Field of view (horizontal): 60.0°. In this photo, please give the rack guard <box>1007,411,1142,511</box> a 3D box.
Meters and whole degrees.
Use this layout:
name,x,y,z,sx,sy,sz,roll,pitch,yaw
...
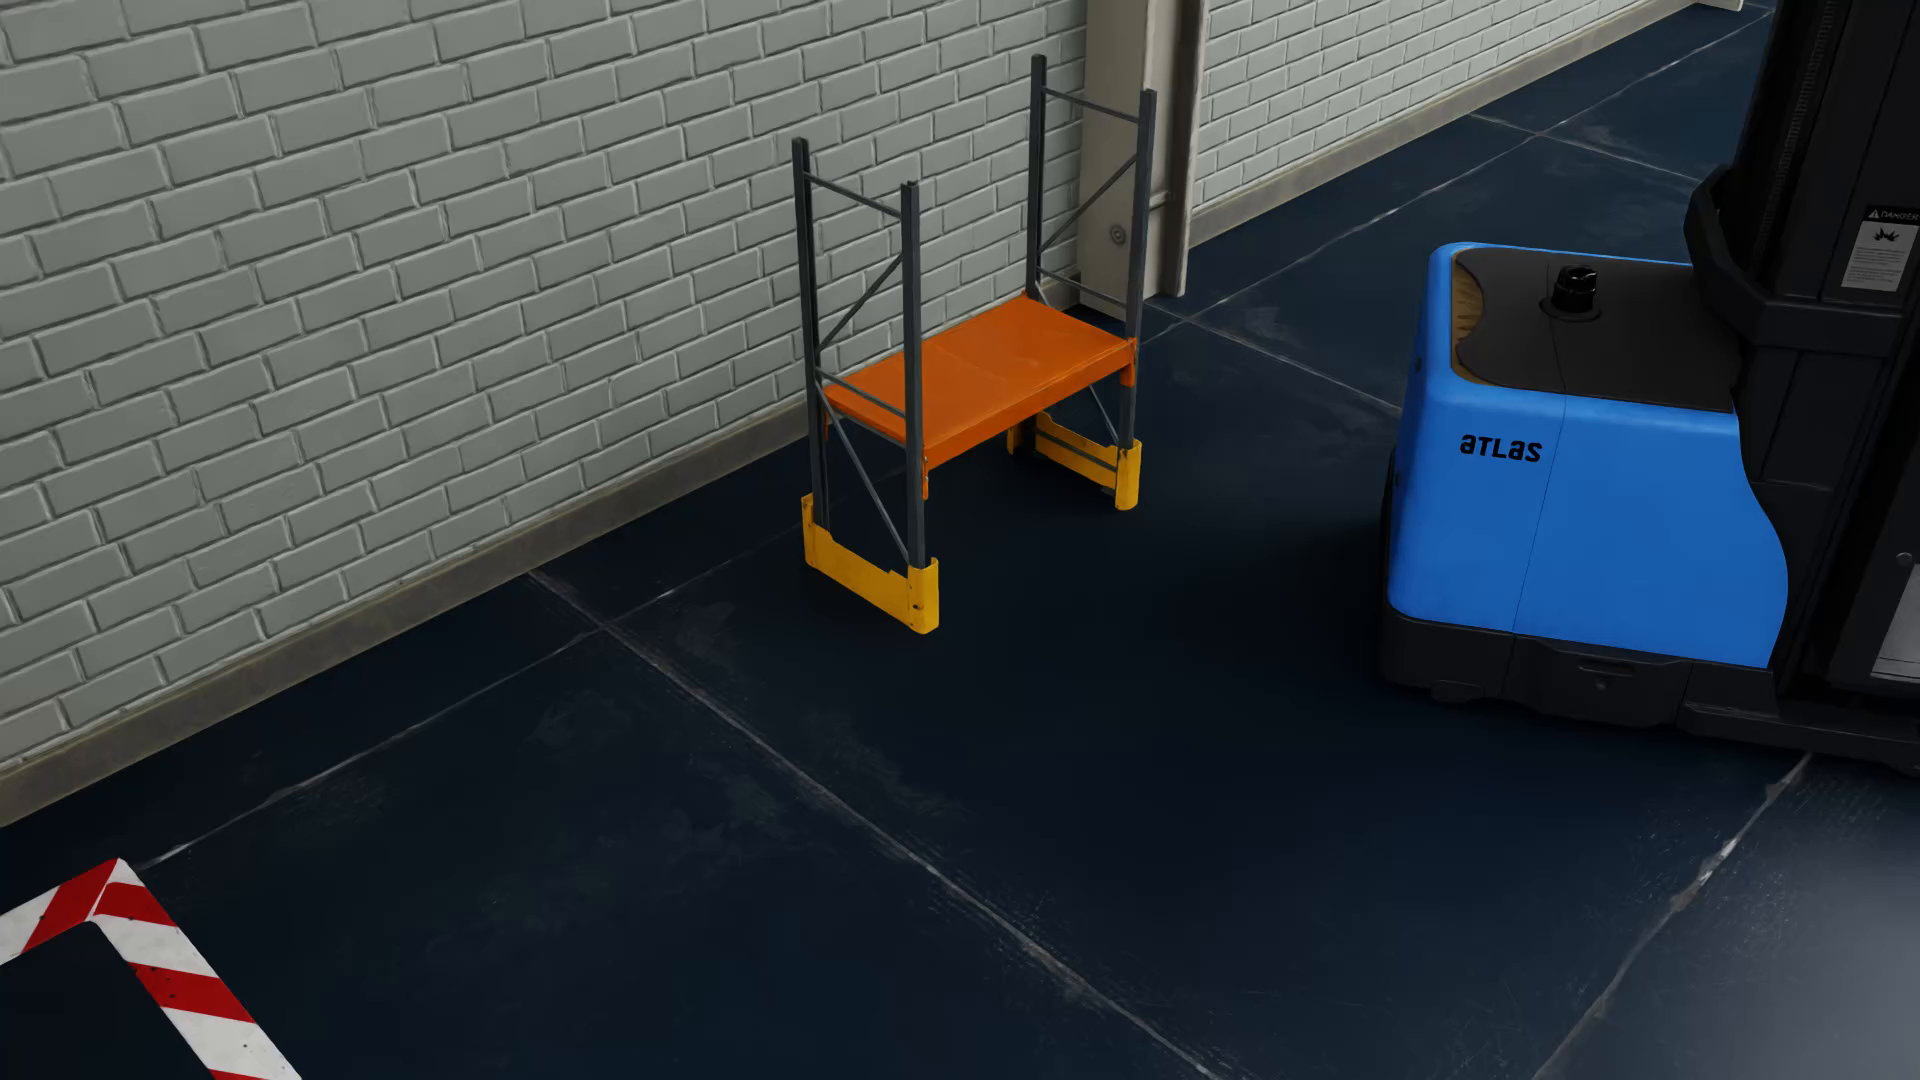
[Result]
name,x,y,z,sx,sy,sz,roll,pitch,yaw
rack guard,0.405,-0.336,6.013,0.587,0.250,0.087,30,45,35

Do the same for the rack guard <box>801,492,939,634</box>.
name,x,y,z,sx,sy,sz,roll,pitch,yaw
rack guard,-0.297,0.069,5.433,0.587,0.250,0.087,30,45,35

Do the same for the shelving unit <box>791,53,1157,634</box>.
name,x,y,z,sx,sy,sz,roll,pitch,yaw
shelving unit,0.054,-0.646,5.365,0.587,1.500,1.083,30,45,35

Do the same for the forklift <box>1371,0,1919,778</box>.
name,x,y,z,sx,sy,sz,roll,pitch,yaw
forklift,2.833,-0.806,4.343,3.031,2.935,1.130,8,36,11

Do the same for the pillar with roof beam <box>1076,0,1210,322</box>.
name,x,y,z,sx,sy,sz,roll,pitch,yaw
pillar with roof beam,3.798,-3.021,2.216,9.100,9.000,0.400,30,45,35

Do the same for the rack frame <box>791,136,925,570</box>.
name,x,y,z,sx,sy,sz,roll,pitch,yaw
rack frame,-0.298,-0.443,5.075,0.500,1.500,0.032,30,45,35

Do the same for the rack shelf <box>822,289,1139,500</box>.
name,x,y,z,sx,sy,sz,roll,pitch,yaw
rack shelf,0.060,-0.502,5.474,0.538,0.185,1.000,30,45,35

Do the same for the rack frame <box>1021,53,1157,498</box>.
name,x,y,z,sx,sy,sz,roll,pitch,yaw
rack frame,0.418,-0.856,5.667,0.500,1.500,0.032,30,45,35
